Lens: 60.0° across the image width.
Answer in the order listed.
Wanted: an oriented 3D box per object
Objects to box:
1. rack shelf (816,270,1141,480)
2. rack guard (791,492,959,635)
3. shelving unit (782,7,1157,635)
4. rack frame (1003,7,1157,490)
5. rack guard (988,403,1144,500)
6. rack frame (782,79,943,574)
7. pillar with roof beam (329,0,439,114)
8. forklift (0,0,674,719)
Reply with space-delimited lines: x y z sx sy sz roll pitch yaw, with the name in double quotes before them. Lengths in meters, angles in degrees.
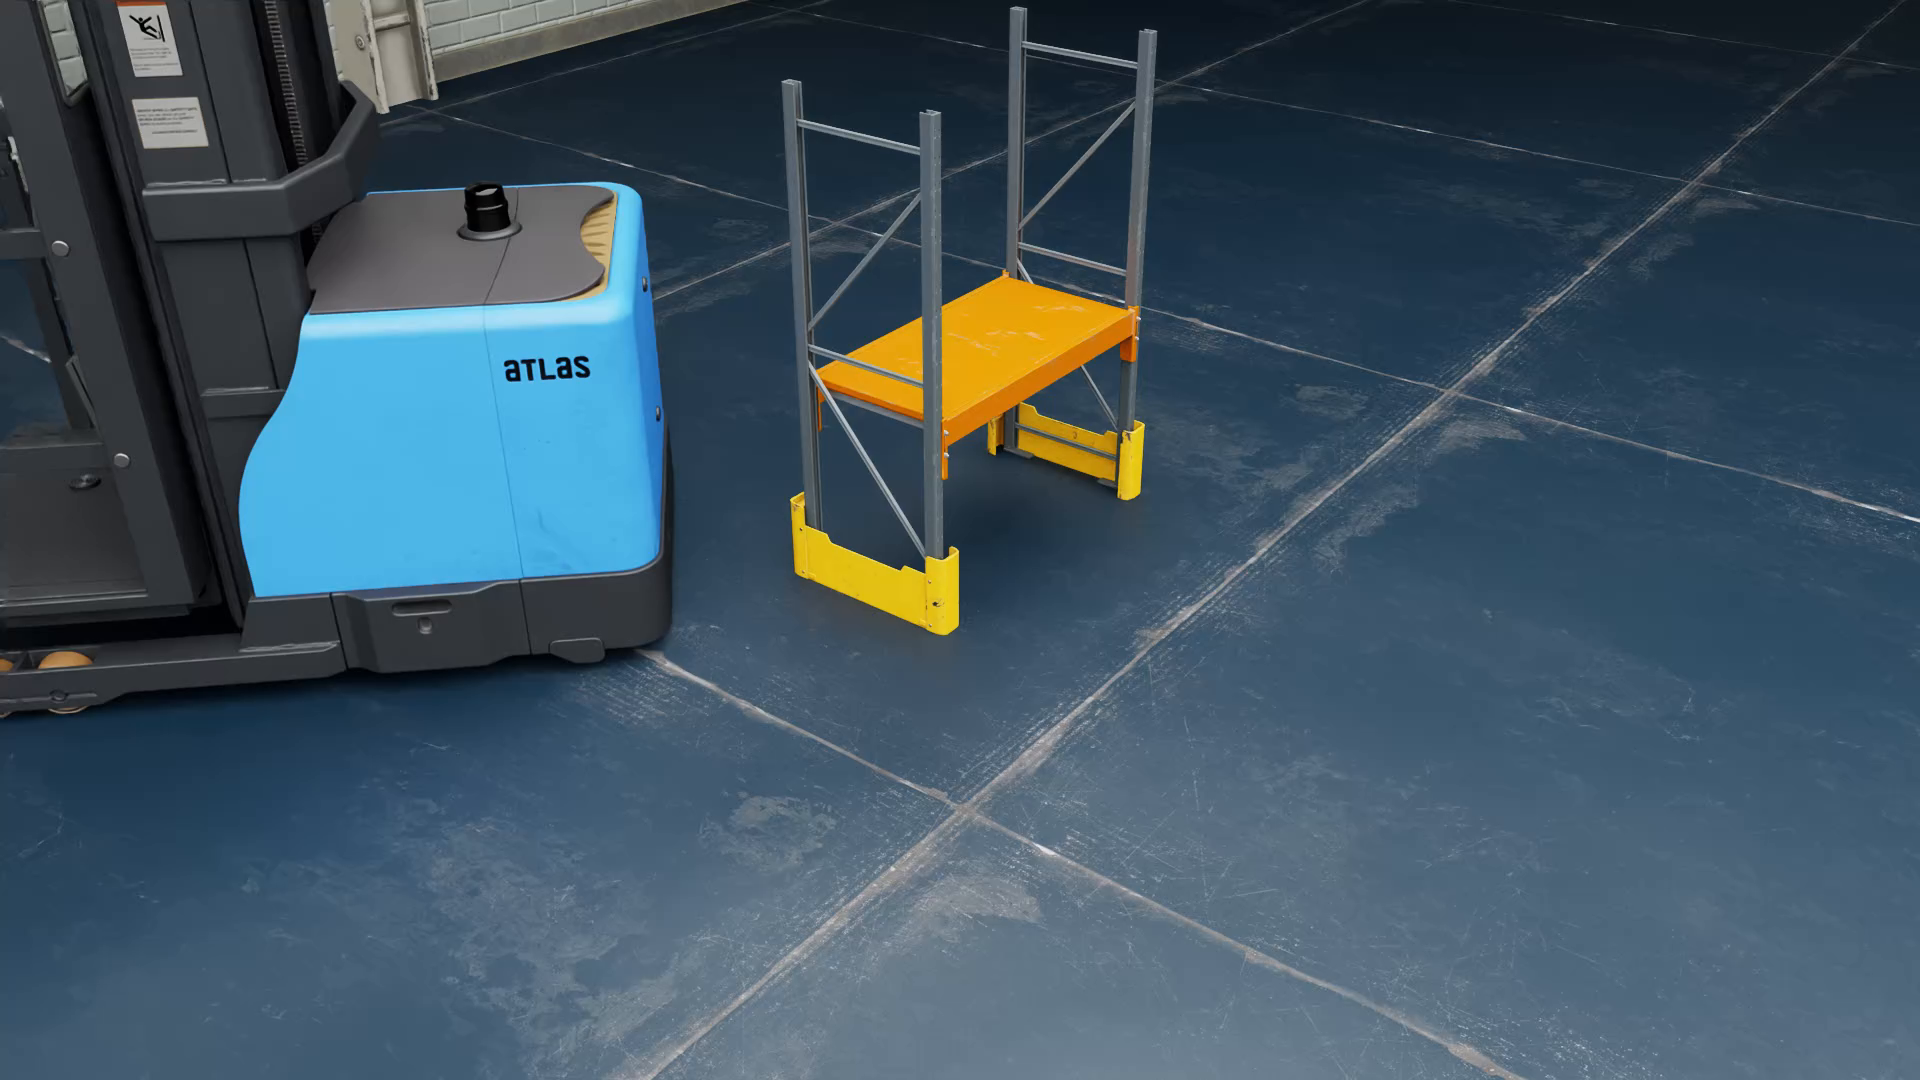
"rack shelf" 0.051 -0.525 5.018 0.538 0.185 1.000 21 37 31
"rack guard" -0.255 0.064 4.897 0.587 0.250 0.087 21 37 31
"shelving unit" 0.046 -0.676 4.920 0.587 1.500 1.083 21 37 31
"rack frame" 0.358 -0.887 5.275 0.500 1.500 0.032 21 37 31
"rack guard" 0.347 -0.341 5.580 0.587 0.250 0.087 21 37 31
"rack frame" -0.255 -0.473 4.577 0.500 1.500 0.032 21 37 31
"pillar with roof beam" 0.213 -5.042 4.930 9.100 9.000 0.400 21 37 31
"forklift" -2.376 -1.069 4.178 3.031 2.935 1.130 -4 31 -7
